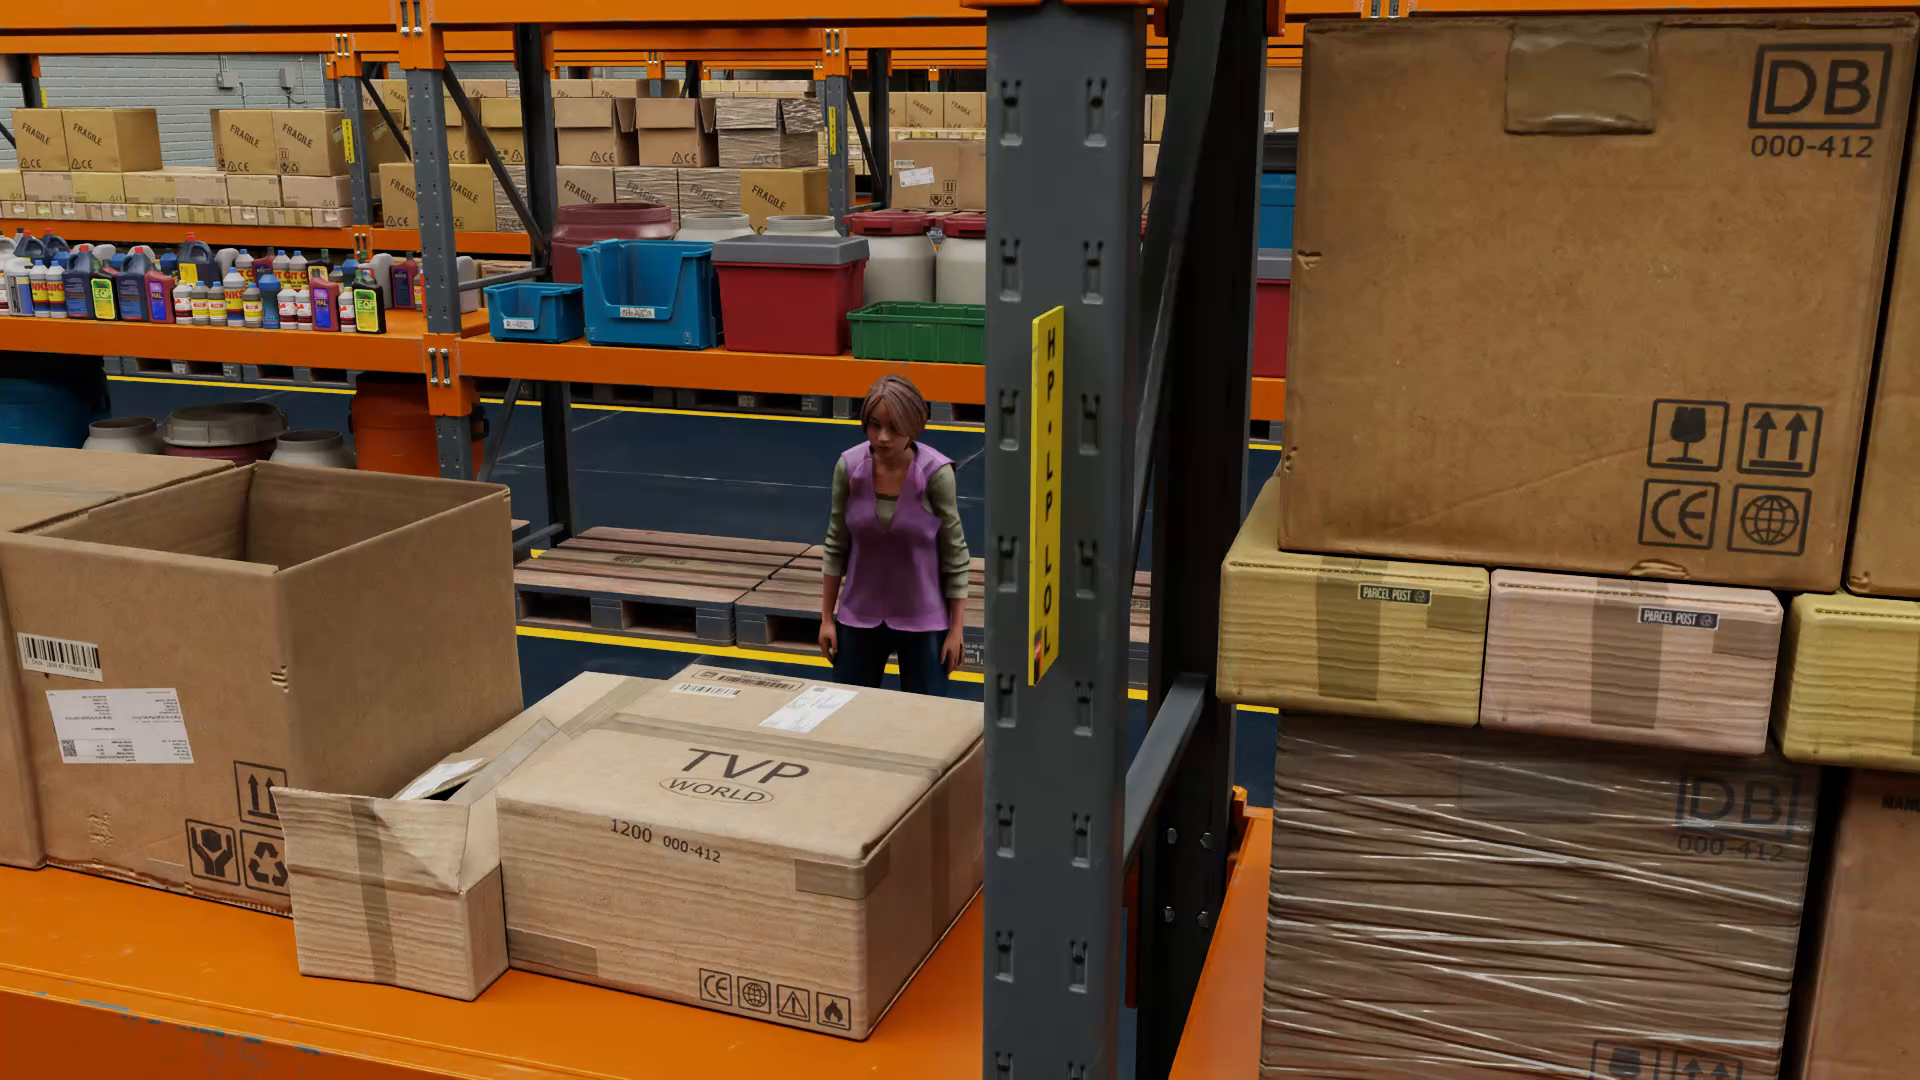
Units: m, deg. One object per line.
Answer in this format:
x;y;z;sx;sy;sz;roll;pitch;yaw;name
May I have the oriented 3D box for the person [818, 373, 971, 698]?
-0.207;0.277;5.031;0.475;1.592;0.346;4;16;13;person
